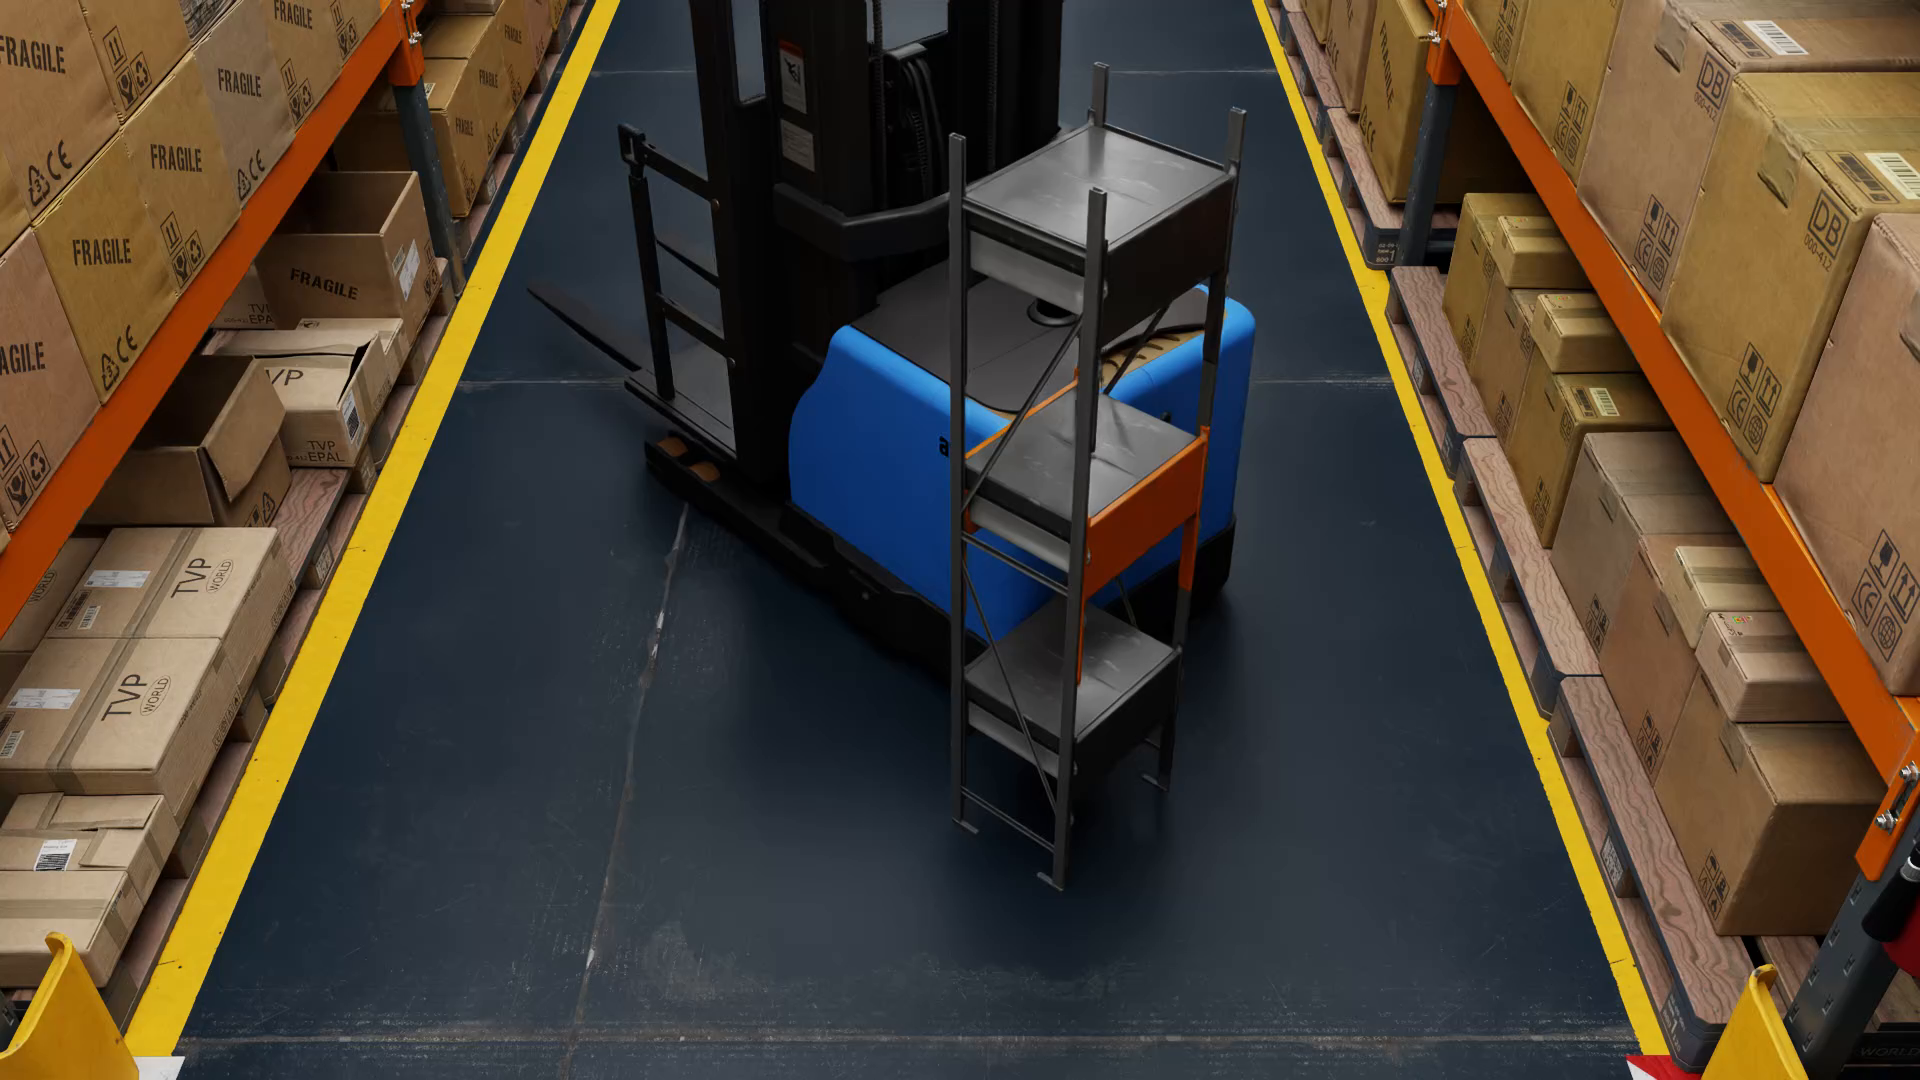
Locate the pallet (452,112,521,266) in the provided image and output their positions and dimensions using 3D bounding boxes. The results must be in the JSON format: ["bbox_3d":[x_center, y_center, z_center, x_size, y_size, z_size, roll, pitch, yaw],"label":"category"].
[{"bbox_3d":[-2.649,-1.645,7.635,1.003,0.211,1.213,0,39,0],"label":"pallet"}]

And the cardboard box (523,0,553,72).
[{"bbox_3d":[-2.372,-2.686,8.350,0.500,0.500,0.500,-1,39,-2],"label":"cardboard box"}]

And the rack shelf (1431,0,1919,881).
[{"bbox_3d":[2.346,-0.700,4.800,1.077,0.370,4.000,0,39,0],"label":"rack shelf"}]

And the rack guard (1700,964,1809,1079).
[{"bbox_3d":[2.348,1.261,3.777,1.175,0.500,0.348,0,39,0],"label":"rack guard"}]

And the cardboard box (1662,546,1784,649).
[{"bbox_3d":[2.064,0.151,4.307,0.380,0.149,0.250,1,39,1],"label":"cardboard box"}]

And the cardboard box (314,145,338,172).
[{"bbox_3d":[-2.898,-1.730,7.157,0.500,0.500,0.500,0,39,0],"label":"cardboard box"}]

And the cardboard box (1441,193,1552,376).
[{"bbox_3d":[2.242,-0.952,6.202,0.700,0.500,0.500,0,39,1],"label":"cardboard box"}]

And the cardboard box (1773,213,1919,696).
[{"bbox_3d":[2.337,-0.166,3.318,0.980,0.700,0.700,2,39,2],"label":"cardboard box"}]

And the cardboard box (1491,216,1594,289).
[{"bbox_3d":[2.060,-0.990,5.732,0.380,0.149,0.250,1,39,1],"label":"cardboard box"}]

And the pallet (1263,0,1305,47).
[{"bbox_3d":[2.264,-3.151,9.513,1.003,0.211,1.213,0,39,0],"label":"pallet"}]

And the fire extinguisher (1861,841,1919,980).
[{"bbox_3d":[1.887,0.541,3.037,0.296,0.674,0.183,0,39,0],"label":"fire extinguisher"}]

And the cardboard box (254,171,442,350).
[{"bbox_3d":[-2.326,-1.065,6.328,0.500,0.500,0.500,0,39,0],"label":"cardboard box"}]

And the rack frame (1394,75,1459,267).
[{"bbox_3d":[2.343,-2.231,6.135,1.000,3.000,0.127,0,39,0],"label":"rack frame"}]

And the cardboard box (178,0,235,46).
[{"bbox_3d":[-2.347,-1.703,4.597,0.500,0.500,0.500,0,39,0],"label":"cardboard box"}]

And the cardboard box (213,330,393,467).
[{"bbox_3d":[-2.325,-0.522,5.802,0.500,0.311,0.500,0,39,0],"label":"cardboard box"}]

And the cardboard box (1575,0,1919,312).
[{"bbox_3d":[2.334,-1.097,4.481,0.980,0.700,0.700,-2,39,-2],"label":"cardboard box"}]

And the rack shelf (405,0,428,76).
[{"bbox_3d":[-2.613,-3.195,7.914,1.077,0.370,4.000,0,39,0],"label":"rack shelf"}]

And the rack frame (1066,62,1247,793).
[{"bbox_3d":[0.454,-0.168,4.281,0.400,2.100,0.015,29,47,31],"label":"rack frame"}]

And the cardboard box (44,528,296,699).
[{"bbox_3d":[-2.324,0.212,4.934,0.500,0.250,0.500,0,39,0],"label":"cardboard box"}]

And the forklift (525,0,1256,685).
[{"bbox_3d":[-0.480,-1.452,5.217,1.130,2.935,3.031,-30,47,-32],"label":"forklift"}]

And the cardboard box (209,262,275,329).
[{"bbox_3d":[-2.826,-1.085,6.503,0.500,0.311,0.500,0,39,0],"label":"cardboard box"}]

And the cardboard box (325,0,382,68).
[{"bbox_3d":[-2.353,-1.952,5.707,0.500,0.500,0.500,1,39,1],"label":"cardboard box"}]

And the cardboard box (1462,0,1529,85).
[{"bbox_3d":[2.328,-2.009,5.618,0.980,0.700,0.700,1,39,1],"label":"cardboard box"}]

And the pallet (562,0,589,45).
[{"bbox_3d":[-2.652,-3.171,9.539,1.003,0.211,1.213,0,39,0],"label":"pallet"}]

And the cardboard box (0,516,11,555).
[{"bbox_3d":[-2.343,-0.040,3.322,0.500,0.500,0.500,1,39,1],"label":"cardboard box"}]

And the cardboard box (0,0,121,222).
[{"bbox_3d":[-2.346,-1.070,3.807,0.500,0.500,0.500,0,39,1],"label":"cardboard box"}]

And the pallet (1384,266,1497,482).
[{"bbox_3d":[2.266,-0.667,6.414,1.003,0.211,1.213,0,39,0],"label":"pallet"}]

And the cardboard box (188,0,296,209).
[{"bbox_3d":[-2.348,-1.308,4.904,0.500,0.500,0.500,1,39,1],"label":"cardboard box"}]

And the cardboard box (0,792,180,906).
[{"bbox_3d":[-2.263,0.792,4.277,0.380,0.166,0.250,0,39,0],"label":"cardboard box"}]

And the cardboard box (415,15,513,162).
[{"bbox_3d":[-2.379,-2.058,7.566,0.500,0.500,0.500,0,39,1],"label":"cardboard box"}]

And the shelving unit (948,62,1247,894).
[{"bbox_3d":[0.293,-0.054,4.138,0.431,2.100,0.503,29,47,31],"label":"shelving unit"}]

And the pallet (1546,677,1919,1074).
[{"bbox_3d":[2.269,0.859,4.510,1.003,0.211,1.213,0,39,0],"label":"pallet"}]

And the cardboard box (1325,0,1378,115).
[{"bbox_3d":[2.209,-2.518,7.877,0.750,0.750,0.750,1,39,1],"label":"cardboard box"}]

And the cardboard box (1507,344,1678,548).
[{"bbox_3d":[2.237,-0.317,5.409,0.700,0.500,0.500,1,39,1],"label":"cardboard box"}]

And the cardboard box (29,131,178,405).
[{"bbox_3d":[-2.346,-0.677,4.116,0.500,0.500,0.500,0,39,0],"label":"cardboard box"}]

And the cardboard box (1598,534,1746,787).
[{"bbox_3d":[2.246,0.331,4.601,0.700,0.500,0.500,0,39,0],"label":"cardboard box"}]

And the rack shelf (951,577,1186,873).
[{"bbox_3d":[0.293,0.503,4.584,0.431,0.518,0.480,29,47,31],"label":"rack shelf"}]

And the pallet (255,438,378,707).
[{"bbox_3d":[-2.606,0.058,5.510,1.003,0.211,1.213,0,39,0],"label":"pallet"}]
